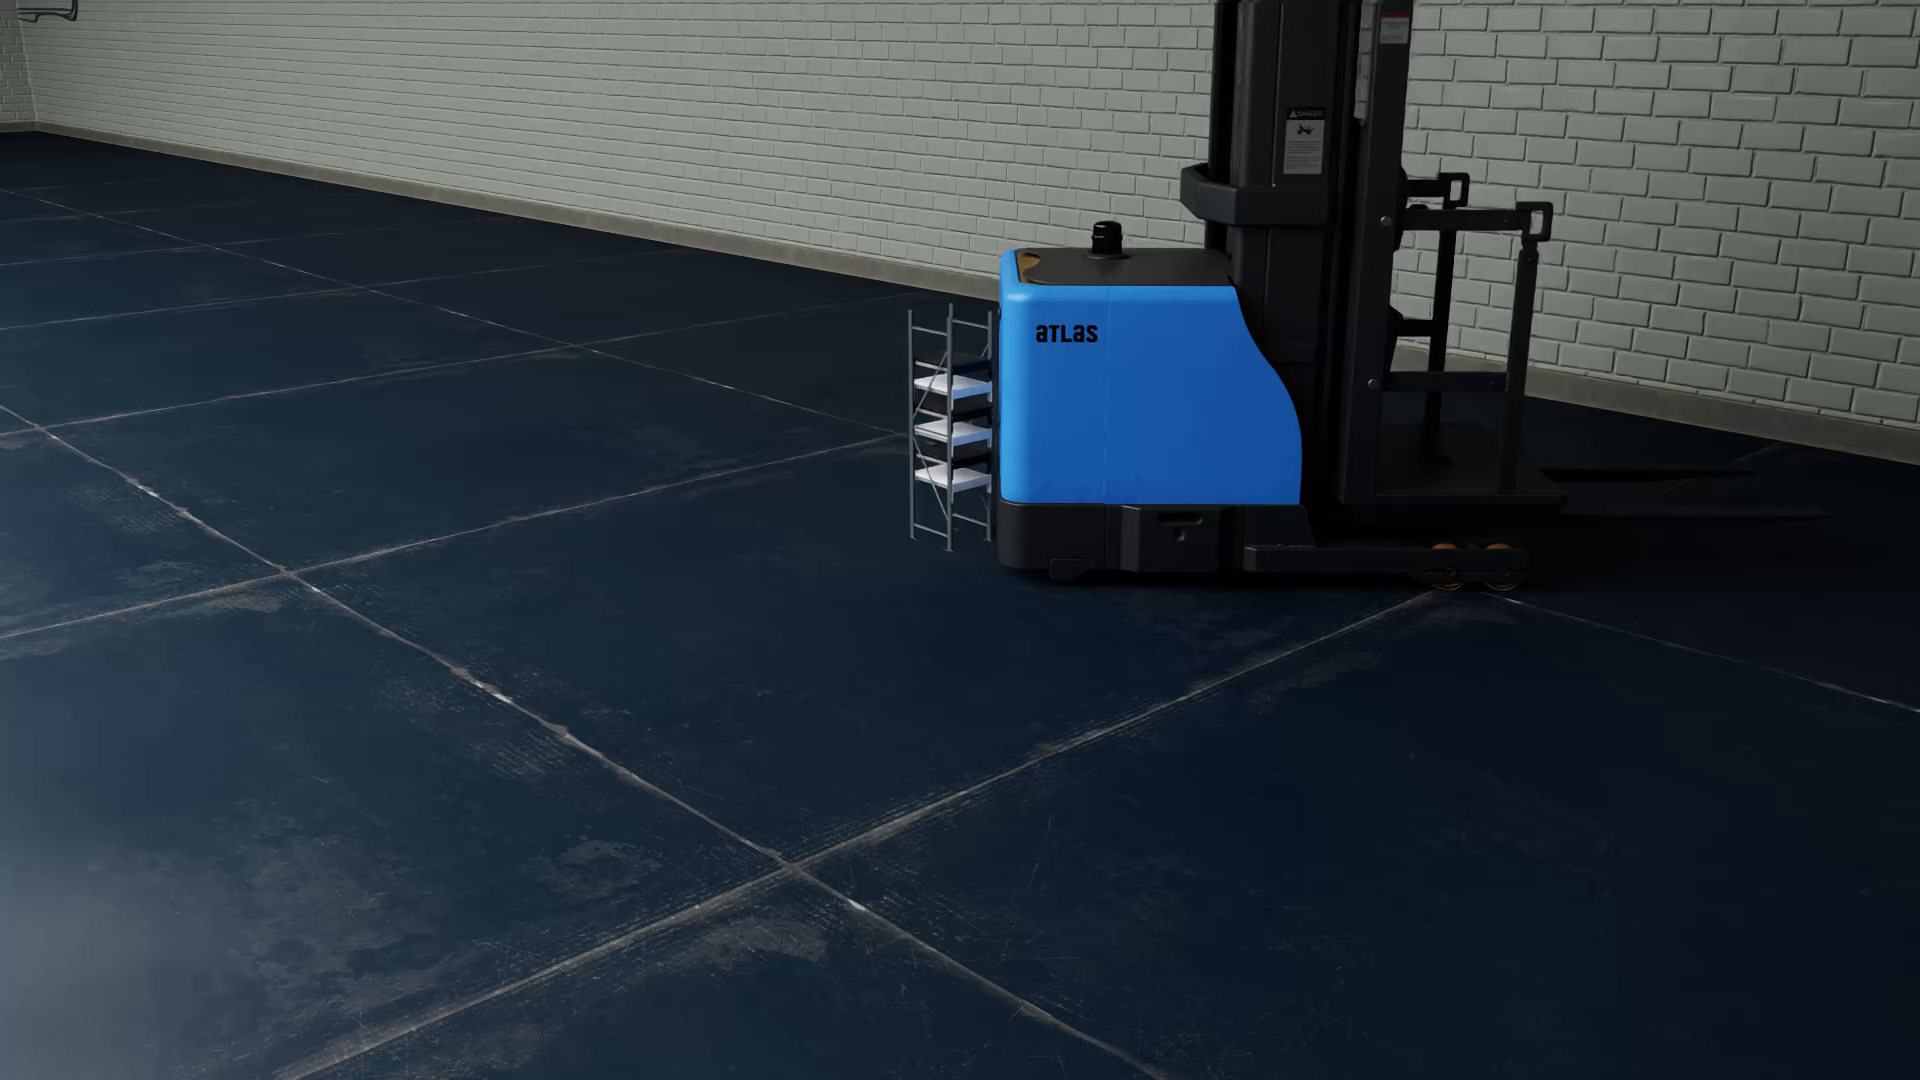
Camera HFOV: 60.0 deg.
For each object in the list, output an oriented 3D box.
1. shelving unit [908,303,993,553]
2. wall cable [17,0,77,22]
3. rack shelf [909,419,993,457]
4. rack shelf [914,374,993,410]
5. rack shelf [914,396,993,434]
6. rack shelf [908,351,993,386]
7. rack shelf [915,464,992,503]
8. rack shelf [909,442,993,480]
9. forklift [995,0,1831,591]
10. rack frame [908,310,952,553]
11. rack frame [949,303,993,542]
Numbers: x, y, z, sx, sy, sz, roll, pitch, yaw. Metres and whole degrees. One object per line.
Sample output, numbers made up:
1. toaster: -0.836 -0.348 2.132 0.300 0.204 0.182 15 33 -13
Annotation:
1. shelving unit: -0.035 -0.427 6.344 0.210 0.900 0.258 -15 23 -39
2. wall cable: -13.951 -9.095 24.981 0.112 2.526 3.097 -16 24 -41
3. rack shelf: -0.035 -0.396 6.354 0.200 0.077 0.258 -15 23 -39
4. rack shelf: -0.035 -0.567 6.299 0.200 0.077 0.258 -15 23 -39
5. rack shelf: -0.035 -0.481 6.327 0.200 0.077 0.258 -15 23 -39
6. rack shelf: -0.035 -0.653 6.271 0.200 0.077 0.258 -15 23 -39
7. rack shelf: -0.035 -0.225 6.410 0.200 0.077 0.258 -15 23 -39
8. rack shelf: -0.035 -0.310 6.382 0.200 0.077 0.258 -15 23 -39
9. forklift: 1.655 -1.378 5.983 3.031 2.935 1.130 0 18 1
10. rack frame: -0.112 -0.407 6.280 0.006 0.900 0.240 -15 23 -39
11. rack frame: 0.041 -0.448 6.408 0.006 0.900 0.240 -15 23 -39
